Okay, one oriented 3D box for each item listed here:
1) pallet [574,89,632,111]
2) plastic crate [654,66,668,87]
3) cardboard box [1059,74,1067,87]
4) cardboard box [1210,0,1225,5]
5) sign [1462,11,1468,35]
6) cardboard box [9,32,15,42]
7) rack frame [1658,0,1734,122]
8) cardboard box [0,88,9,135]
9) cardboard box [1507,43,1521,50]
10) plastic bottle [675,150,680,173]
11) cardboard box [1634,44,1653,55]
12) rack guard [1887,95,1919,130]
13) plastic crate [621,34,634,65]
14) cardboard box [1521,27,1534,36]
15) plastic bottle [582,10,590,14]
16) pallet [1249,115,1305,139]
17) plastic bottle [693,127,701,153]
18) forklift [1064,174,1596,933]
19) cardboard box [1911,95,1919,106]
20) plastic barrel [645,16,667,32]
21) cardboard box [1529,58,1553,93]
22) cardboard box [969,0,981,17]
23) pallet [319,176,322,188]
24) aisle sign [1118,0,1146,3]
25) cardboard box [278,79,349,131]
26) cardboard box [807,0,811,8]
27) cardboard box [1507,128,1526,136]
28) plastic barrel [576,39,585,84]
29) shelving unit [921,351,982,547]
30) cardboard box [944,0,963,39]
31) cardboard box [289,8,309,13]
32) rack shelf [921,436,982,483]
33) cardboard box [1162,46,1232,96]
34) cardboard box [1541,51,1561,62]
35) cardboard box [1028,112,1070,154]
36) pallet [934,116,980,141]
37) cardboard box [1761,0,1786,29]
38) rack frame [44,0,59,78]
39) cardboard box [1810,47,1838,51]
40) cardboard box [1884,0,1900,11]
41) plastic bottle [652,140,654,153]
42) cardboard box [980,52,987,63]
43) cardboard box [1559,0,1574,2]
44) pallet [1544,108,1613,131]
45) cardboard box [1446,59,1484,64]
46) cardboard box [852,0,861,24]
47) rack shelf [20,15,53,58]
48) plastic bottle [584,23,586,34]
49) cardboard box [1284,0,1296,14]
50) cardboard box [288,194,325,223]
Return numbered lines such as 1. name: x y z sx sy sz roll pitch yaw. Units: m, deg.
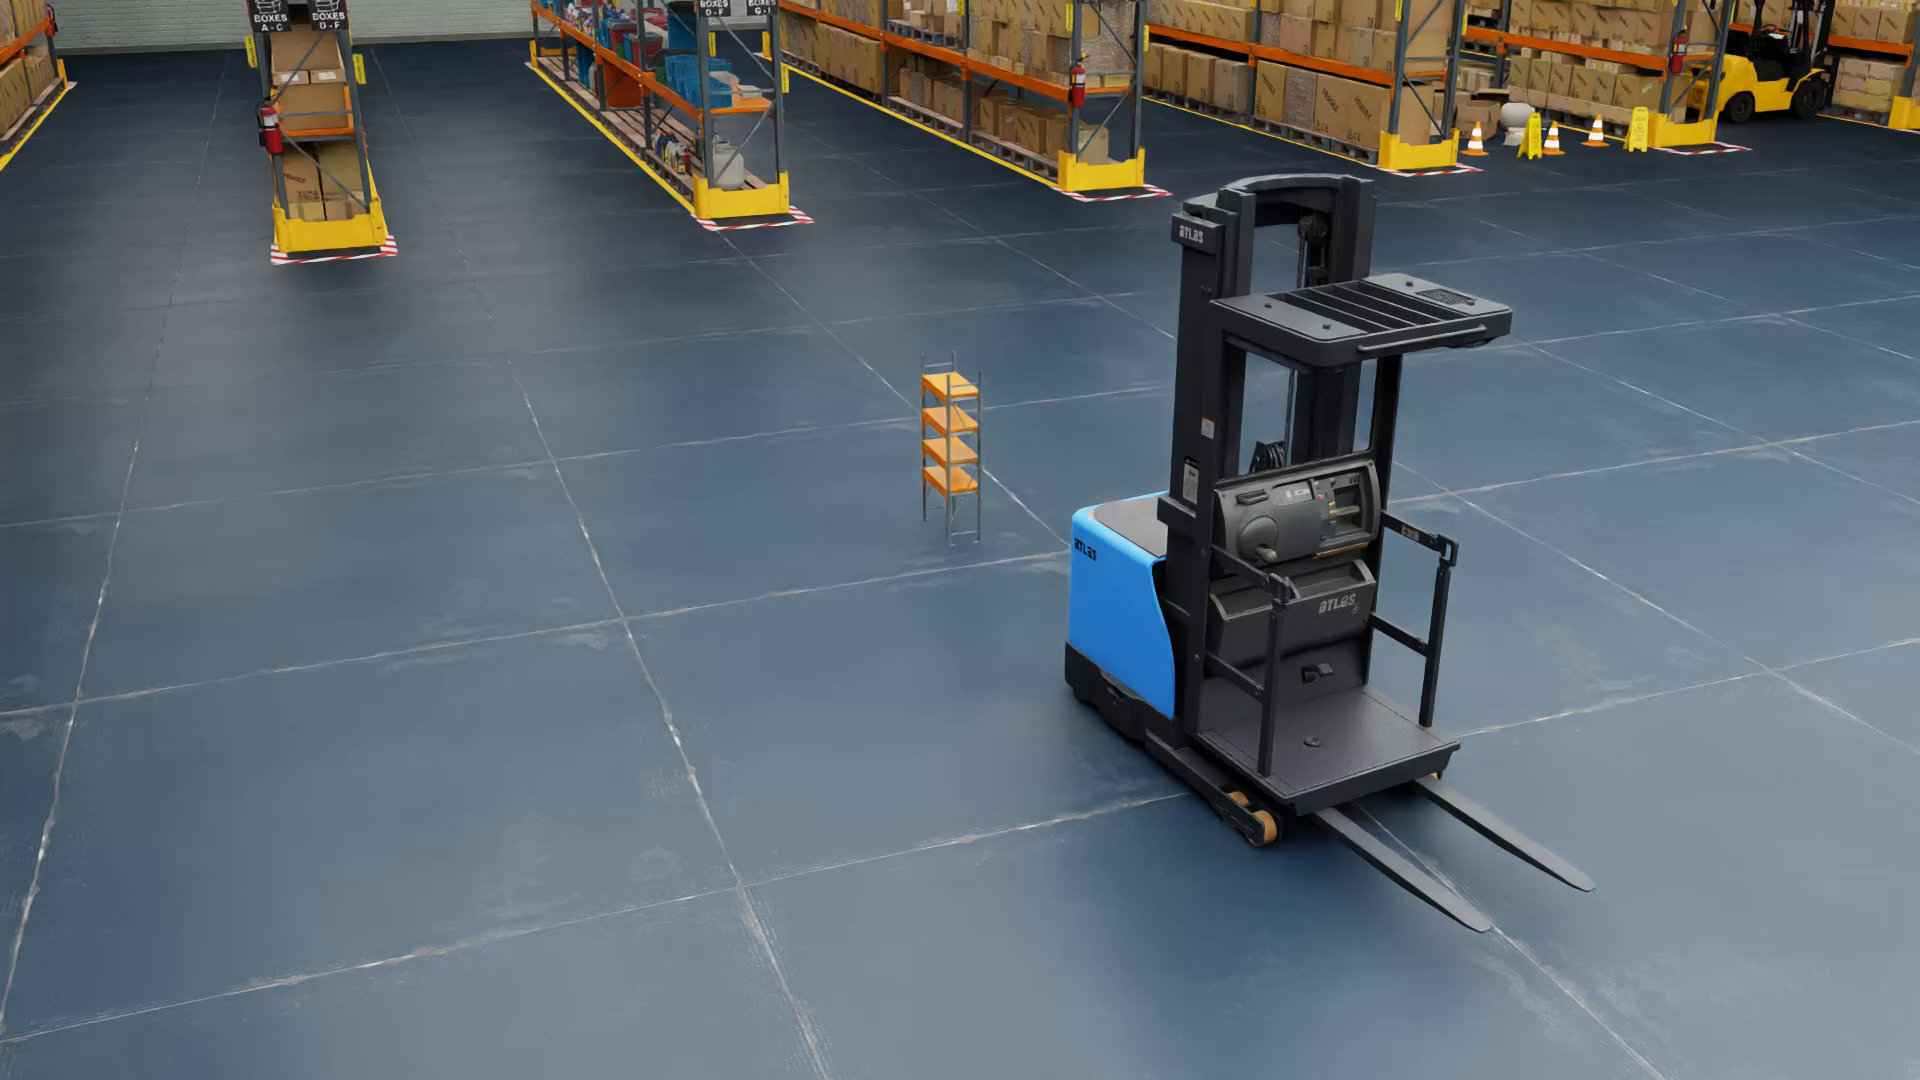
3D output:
1. pallet: -6.257 -7.847 29.595 1.003 0.211 1.213 -8 24 -19
2. plastic crate: -3.884 -6.325 22.668 0.450 0.188 0.662 -8 24 -19
3. cardboard box: 1.566 -6.232 22.496 0.380 0.149 0.250 -8 24 -19
4. cardboard box: 4.667 -9.335 28.120 0.700 0.500 0.500 -8 24 -19
5. sign: 7.144 -7.334 23.573 0.100 0.325 0.005 -8 24 -19
6. cardboard box: -15.698 -8.223 27.196 0.380 0.149 0.250 -8 24 -18
7. rack frame: 11.218 -7.541 25.279 1.000 3.000 0.127 -8 24 -19
8. cardboard box: -14.918 -6.537 25.125 0.750 0.750 0.750 -9 24 -20
9. cardboard box: 12.129 -10.855 35.820 0.500 0.500 0.500 -9 25 -21
10. plastic bottle: -3.804 -5.100 22.418 0.061 0.283 0.133 -8 24 -18
11. cardboard box: 10.693 -7.608 25.763 0.380 0.149 0.250 -9 24 -20
12. rack guard: 15.869 -7.063 27.363 1.175 0.500 0.348 -8 24 -19
13. plastic crate: -4.780 -7.306 24.742 0.392 0.384 0.575 -8 24 -19
14. cardboard box: 9.754 -8.635 28.199 0.380 0.149 0.250 -8 24 -17
15. plastic bottle: -6.649 -9.269 29.538 0.152 0.276 0.135 -8 24 -19
16. pallet: 5.405 -6.706 26.890 1.003 0.211 1.213 -8 24 -19
17. plastic bottle: -3.737 -5.723 23.810 0.144 0.351 0.185 -8 24 -19
18. forklift: 1.721 -0.109 7.735 1.130 2.935 3.031 -12 26 -26
19. cardboard box: 15.870 -7.355 27.838 0.500 0.250 0.500 -8 24 -19
20. plastic barrel: -4.644 -7.819 25.764 0.433 0.535 0.433 0 23 0
21. cardboard box: 9.961 -7.822 27.980 0.500 0.500 0.500 -7 24 -17
22. cardboard box: 0.455 -8.080 24.759 0.500 0.500 0.500 -8 24 -19
23. pallet: -8.493 -4.697 22.122 1.003 0.211 1.213 -8 24 -19
24. aisle sign: 2.250 -7.398 21.592 0.394 0.787 0.004 -8 24 -19
25. cardboard box: -7.475 -5.041 19.219 0.700 0.500 0.500 -8 24 -19
26. cardboard box: -2.798 -10.585 32.825 0.380 0.149 0.250 -8 24 -18
27. cardboard box: 8.866 -6.426 26.305 0.380 0.149 0.250 4 23 9
28. plastic barrel: -6.749 -8.888 30.637 0.600 0.901 0.708 -8 24 -19
29. shelving unit: -0.058 -0.613 11.160 0.258 1.200 0.503 -8 24 -19
30. cardboard box: 0.384 -8.412 26.034 1.000 1.000 1.000 -8 24 -19
31. cardboard box: -8.040 -6.213 20.330 0.700 0.500 0.500 -8 24 -19
32. rack shelf: -0.058 -0.551 11.186 0.258 0.148 0.480 -8 24 -19
33. cardboard box: 4.240 -8.338 29.526 1.050 0.750 0.750 -8 24 -18
34. cardboard box: 9.932 -8.074 27.742 0.380 0.149 0.250 -7 24 -17
35. cardboard box: 1.295 -5.895 24.051 0.500 0.500 0.500 -6 24 -14
36. pallet: 0.258 -6.632 26.714 1.003 0.211 1.213 -8 24 -19
37. cardboard box: 14.559 -9.339 29.416 0.500 0.500 0.500 -8 24 -18
38. rack frame: -17.607 -9.956 31.009 1.000 3.000 0.127 -8 24 -19
39. cardboard box: 15.161 -8.544 29.371 0.500 0.250 0.500 -8 24 -19
40. cardboard box: 15.358 -8.745 27.171 0.380 0.149 0.250 -8 24 -18
41. plastic bottle: -4.361 -5.655 23.842 0.097 0.201 0.097 0 23 0
42. cardboard box: 0.519 -7.220 24.841 0.380 0.149 0.250 -8 24 -19
43. cardboard box: 10.070 -9.074 27.117 0.700 0.500 0.500 -9 24 -20
44. pallet: 10.510 -7.026 27.648 1.003 0.211 1.213 -8 24 -19
45. cardboard box: 9.113 -8.680 30.825 0.950 0.372 0.625 -8 24 -17
46. cardboard box: -1.642 -9.649 30.153 0.500 0.500 0.500 -9 25 -21
47. rack shelf: -16.901 -8.898 29.425 1.077 0.370 4.000 -8 24 -19
48. plastic bottle: -6.366 -8.746 28.394 0.097 0.201 0.097 0 23 0
49. cardboard box: 5.611 -8.522 26.025 0.875 0.550 0.550 -8 24 -19
50. cardboard box: -7.788 -3.904 19.650 0.500 0.250 0.500 -8 24 -19
